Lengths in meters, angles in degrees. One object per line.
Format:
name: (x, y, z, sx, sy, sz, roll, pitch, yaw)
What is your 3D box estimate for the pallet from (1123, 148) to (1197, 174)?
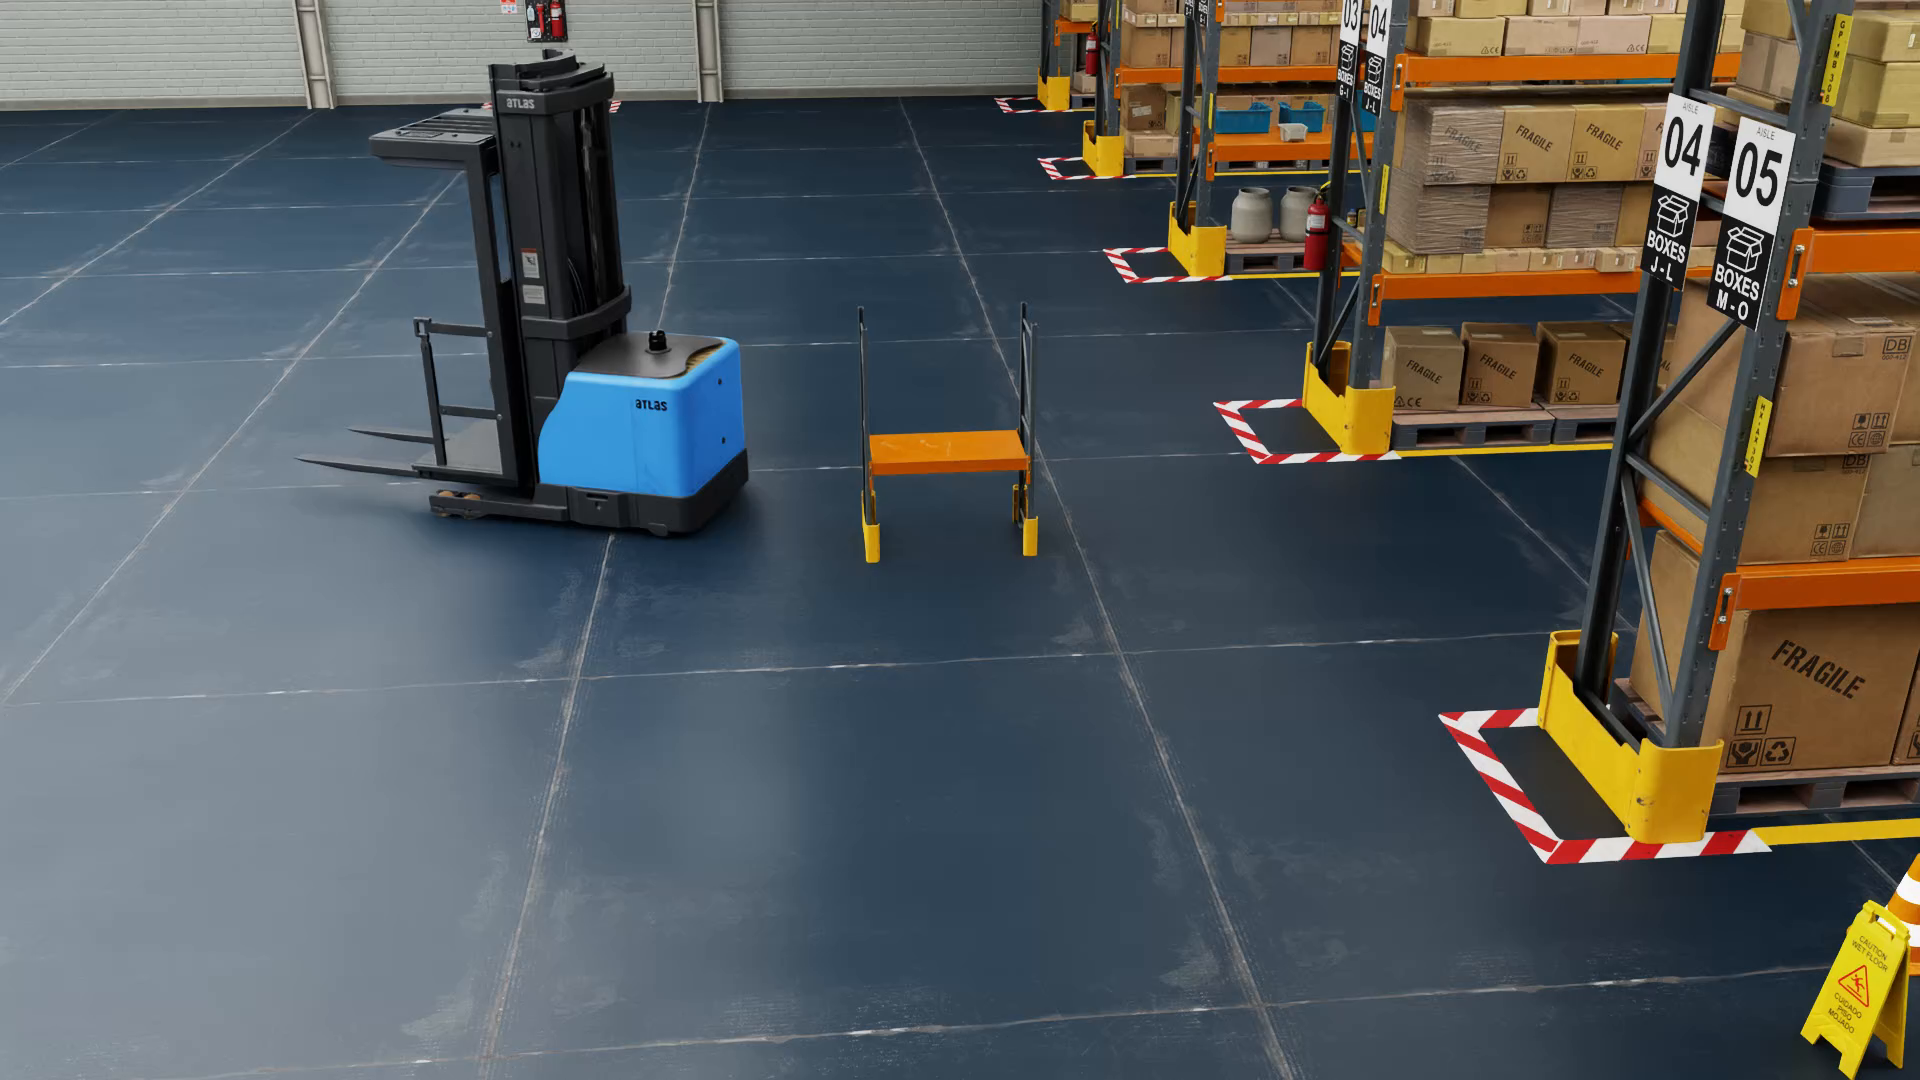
pallet: (2.638, -5.005, 21.750, 1.213, 0.211, 1.003, -2, 24, -5)

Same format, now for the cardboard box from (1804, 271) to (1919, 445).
cardboard box: (4.150, -0.839, 7.430, 0.550, 0.550, 0.875, -2, 24, -5)

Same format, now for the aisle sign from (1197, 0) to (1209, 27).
aisle sign: (2.322, -5.296, 15.771, 0.004, 0.787, 0.394, -2, 24, -5)

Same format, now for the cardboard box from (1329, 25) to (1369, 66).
cardboard box: (4.897, -6.393, 21.317, 0.500, 0.500, 0.700, -3, 24, -6)

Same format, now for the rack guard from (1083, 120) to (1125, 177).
rack guard: (1.858, -5.088, 21.582, 0.348, 0.500, 1.175, -2, 24, -5)

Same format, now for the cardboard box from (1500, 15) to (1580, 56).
cardboard box: (3.869, -3.467, 11.349, 0.500, 0.250, 0.500, -3, 24, -6)

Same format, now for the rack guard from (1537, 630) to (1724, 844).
rack guard: (3.214, 0.925, 8.054, 0.348, 0.500, 1.175, -2, 24, -5)

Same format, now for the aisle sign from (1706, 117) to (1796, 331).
aisle sign: (3.197, -1.282, 6.741, 0.004, 0.787, 0.394, -2, 24, -5)

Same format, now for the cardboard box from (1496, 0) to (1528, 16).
cardboard box: (3.655, -3.660, 11.293, 0.250, 0.149, 0.380, -3, 24, -6)

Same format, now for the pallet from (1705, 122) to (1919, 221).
pallet: (3.976, -1.583, 7.033, 1.213, 0.211, 1.003, -2, 24, -5)

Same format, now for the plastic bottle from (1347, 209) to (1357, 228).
plastic bottle: (4.149, -3.402, 17.615, 0.097, 0.201, 0.097, 0, 24, 0)

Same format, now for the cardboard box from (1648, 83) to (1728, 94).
cardboard box: (5.364, -3.070, 12.244, 0.500, 0.500, 0.500, -2, 24, -5)

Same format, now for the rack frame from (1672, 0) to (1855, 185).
rack frame: (3.238, -2.960, 6.330, 0.127, 3.000, 1.000, -2, 24, -5)

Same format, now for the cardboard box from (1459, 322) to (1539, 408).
cardboard box: (4.066, -1.333, 12.616, 0.500, 0.500, 0.500, 4, 24, 9)

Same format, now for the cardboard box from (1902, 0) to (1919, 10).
cardboard box: (4.044, -2.247, 7.106, 0.250, 0.149, 0.380, -2, 24, -4)

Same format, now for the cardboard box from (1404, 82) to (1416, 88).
cardboard box: (7.123, -7.533, 26.541, 0.500, 0.500, 0.700, -2, 24, -5)

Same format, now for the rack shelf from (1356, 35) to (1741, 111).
rack shelf: (4.842, -3.349, 11.785, 4.000, 0.370, 1.077, -2, 24, -5)

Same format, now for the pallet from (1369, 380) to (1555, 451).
pallet: (3.739, -0.974, 12.682, 1.213, 0.211, 1.003, -2, 24, -5)

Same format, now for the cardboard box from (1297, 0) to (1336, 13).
cardboard box: (4.420, -6.969, 21.016, 0.500, 0.500, 0.700, -2, 24, -5)

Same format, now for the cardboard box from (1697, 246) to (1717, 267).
cardboard box: (5.398, -2.115, 12.125, 0.250, 0.149, 0.380, -2, 24, -5)

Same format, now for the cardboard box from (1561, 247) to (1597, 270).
cardboard box: (4.402, -2.080, 12.046, 0.250, 0.149, 0.380, -2, 24, -5)

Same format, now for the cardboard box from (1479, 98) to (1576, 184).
cardboard box: (3.924, -2.795, 11.624, 0.500, 0.500, 0.500, -2, 24, -5)

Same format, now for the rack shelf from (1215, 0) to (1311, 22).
rack shelf: (4.355, -5.351, 16.289, 4.000, 0.370, 1.077, -2, 24, -5)

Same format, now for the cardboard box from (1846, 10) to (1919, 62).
cardboard box: (3.602, -1.961, 6.463, 0.250, 0.149, 0.380, -2, 24, -5)

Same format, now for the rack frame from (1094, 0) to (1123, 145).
rack frame: (1.881, -6.232, 21.077, 0.127, 3.000, 1.000, -2, 24, -5)

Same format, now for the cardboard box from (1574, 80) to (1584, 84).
cardboard box: (10.097, -7.739, 26.598, 0.750, 0.750, 0.750, -3, 24, -6)

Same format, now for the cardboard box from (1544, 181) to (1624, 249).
cardboard box: (4.389, -2.491, 12.171, 0.500, 0.500, 0.875, -2, 24, -5)

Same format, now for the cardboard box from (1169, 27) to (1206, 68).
cardboard box: (2.869, -6.314, 21.138, 0.500, 0.500, 0.700, -2, 24, -4)

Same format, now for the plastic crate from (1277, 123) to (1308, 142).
plastic crate: (3.287, -4.014, 16.413, 0.250, 0.136, 0.298, -2, 24, -5)

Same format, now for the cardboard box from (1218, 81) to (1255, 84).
cardboard box: (4.343, -7.395, 26.229, 0.500, 0.500, 0.500, -4, 24, -9)

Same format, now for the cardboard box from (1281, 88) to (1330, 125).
cardboard box: (4.426, -5.526, 21.434, 0.500, 0.500, 0.500, -2, 24, -5)

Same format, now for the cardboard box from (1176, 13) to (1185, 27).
cardboard box: (2.804, -6.523, 20.812, 0.250, 0.149, 0.380, -2, 24, -5)

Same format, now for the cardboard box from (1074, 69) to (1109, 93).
cardboard box: (2.088, -7.197, 26.018, 0.500, 0.311, 0.500, -5, 24, -11)

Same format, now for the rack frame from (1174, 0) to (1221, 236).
rack frame: (2.365, -4.229, 16.572, 0.127, 3.000, 1.000, -2, 24, -5)

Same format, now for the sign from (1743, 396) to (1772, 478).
sign: (3.287, -0.426, 6.851, 0.005, 0.325, 0.100, -2, 24, -5)

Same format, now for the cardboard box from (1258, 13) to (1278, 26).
cardboard box: (3.823, -6.563, 20.902, 0.250, 0.149, 0.380, -2, 24, -5)

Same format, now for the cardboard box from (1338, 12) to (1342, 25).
cardboard box: (4.845, -6.605, 20.994, 0.250, 0.149, 0.380, -2, 24, -5)

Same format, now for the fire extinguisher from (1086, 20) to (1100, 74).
fire extinguisher: (1.718, -6.379, 21.504, 0.183, 0.674, 0.296, -2, 24, -5)

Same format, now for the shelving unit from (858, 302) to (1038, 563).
shelving unit: (-0.076, -0.682, 10.439, 1.083, 1.500, 0.587, -2, 24, -5)

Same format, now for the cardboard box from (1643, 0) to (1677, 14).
cardboard box: (4.690, -3.696, 11.373, 0.250, 0.149, 0.380, -3, 24, -6)

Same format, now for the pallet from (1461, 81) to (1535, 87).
pallet: (8.574, -7.248, 26.797, 1.213, 0.211, 1.003, -2, 24, -5)

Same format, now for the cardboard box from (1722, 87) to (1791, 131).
cardboard box: (3.536, -1.862, 7.223, 0.250, 0.149, 0.380, -2, 24, -5)

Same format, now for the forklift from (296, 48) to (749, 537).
forklift: (-3.037, -1.675, 10.909, 3.031, 2.935, 1.130, 6, 25, 13)

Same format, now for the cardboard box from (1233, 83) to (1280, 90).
cardboard box: (3.877, -5.717, 21.863, 0.500, 0.500, 0.500, -2, 24, -5)

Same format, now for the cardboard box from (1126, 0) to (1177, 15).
cardboard box: (2.400, -6.886, 20.828, 0.500, 0.500, 0.700, -2, 24, -5)

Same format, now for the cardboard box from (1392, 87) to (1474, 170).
cardboard box: (3.374, -2.988, 12.058, 0.500, 0.500, 0.500, -2, 24, -5)

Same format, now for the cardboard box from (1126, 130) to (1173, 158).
cardboard box: (2.437, -5.099, 21.396, 0.500, 0.250, 0.500, -2, 24, -5)

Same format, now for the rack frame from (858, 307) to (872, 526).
rack frame: (-0.591, -0.662, 10.392, 0.032, 1.500, 0.500, -2, 24, -5)

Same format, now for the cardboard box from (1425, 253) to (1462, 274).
cardboard box: (3.409, -2.030, 11.933, 0.250, 0.149, 0.380, -2, 24, -5)

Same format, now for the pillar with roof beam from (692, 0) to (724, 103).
pillar with roof beam: (-3.545, -9.373, 20.759, 0.400, 9.000, 9.100, -2, 24, -5)
